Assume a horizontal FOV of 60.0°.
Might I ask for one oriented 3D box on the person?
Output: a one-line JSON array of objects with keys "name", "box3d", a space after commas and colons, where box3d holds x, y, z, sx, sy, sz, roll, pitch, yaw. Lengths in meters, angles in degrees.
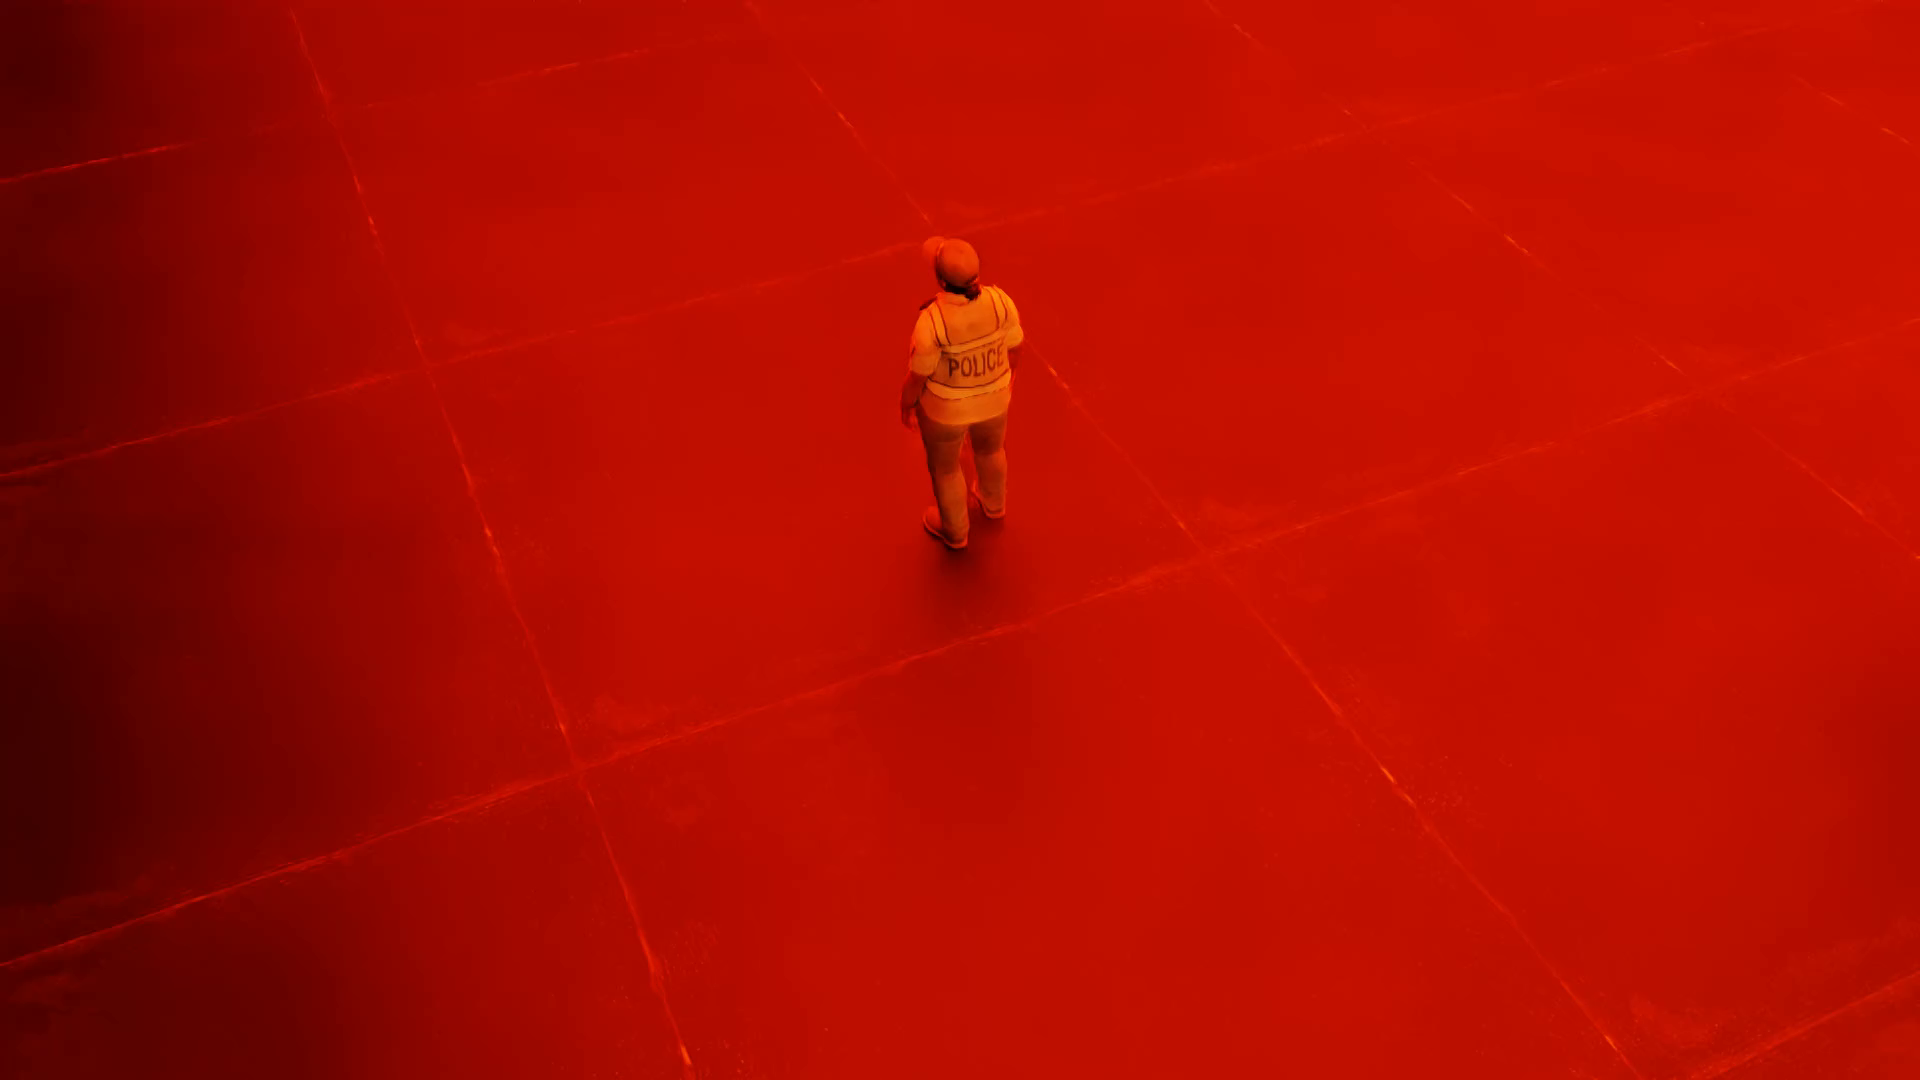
[{"name": "person", "box3d": [-0.012, -0.668, 7.313, 0.598, 1.669, 0.529, -18, 46, -18]}]
